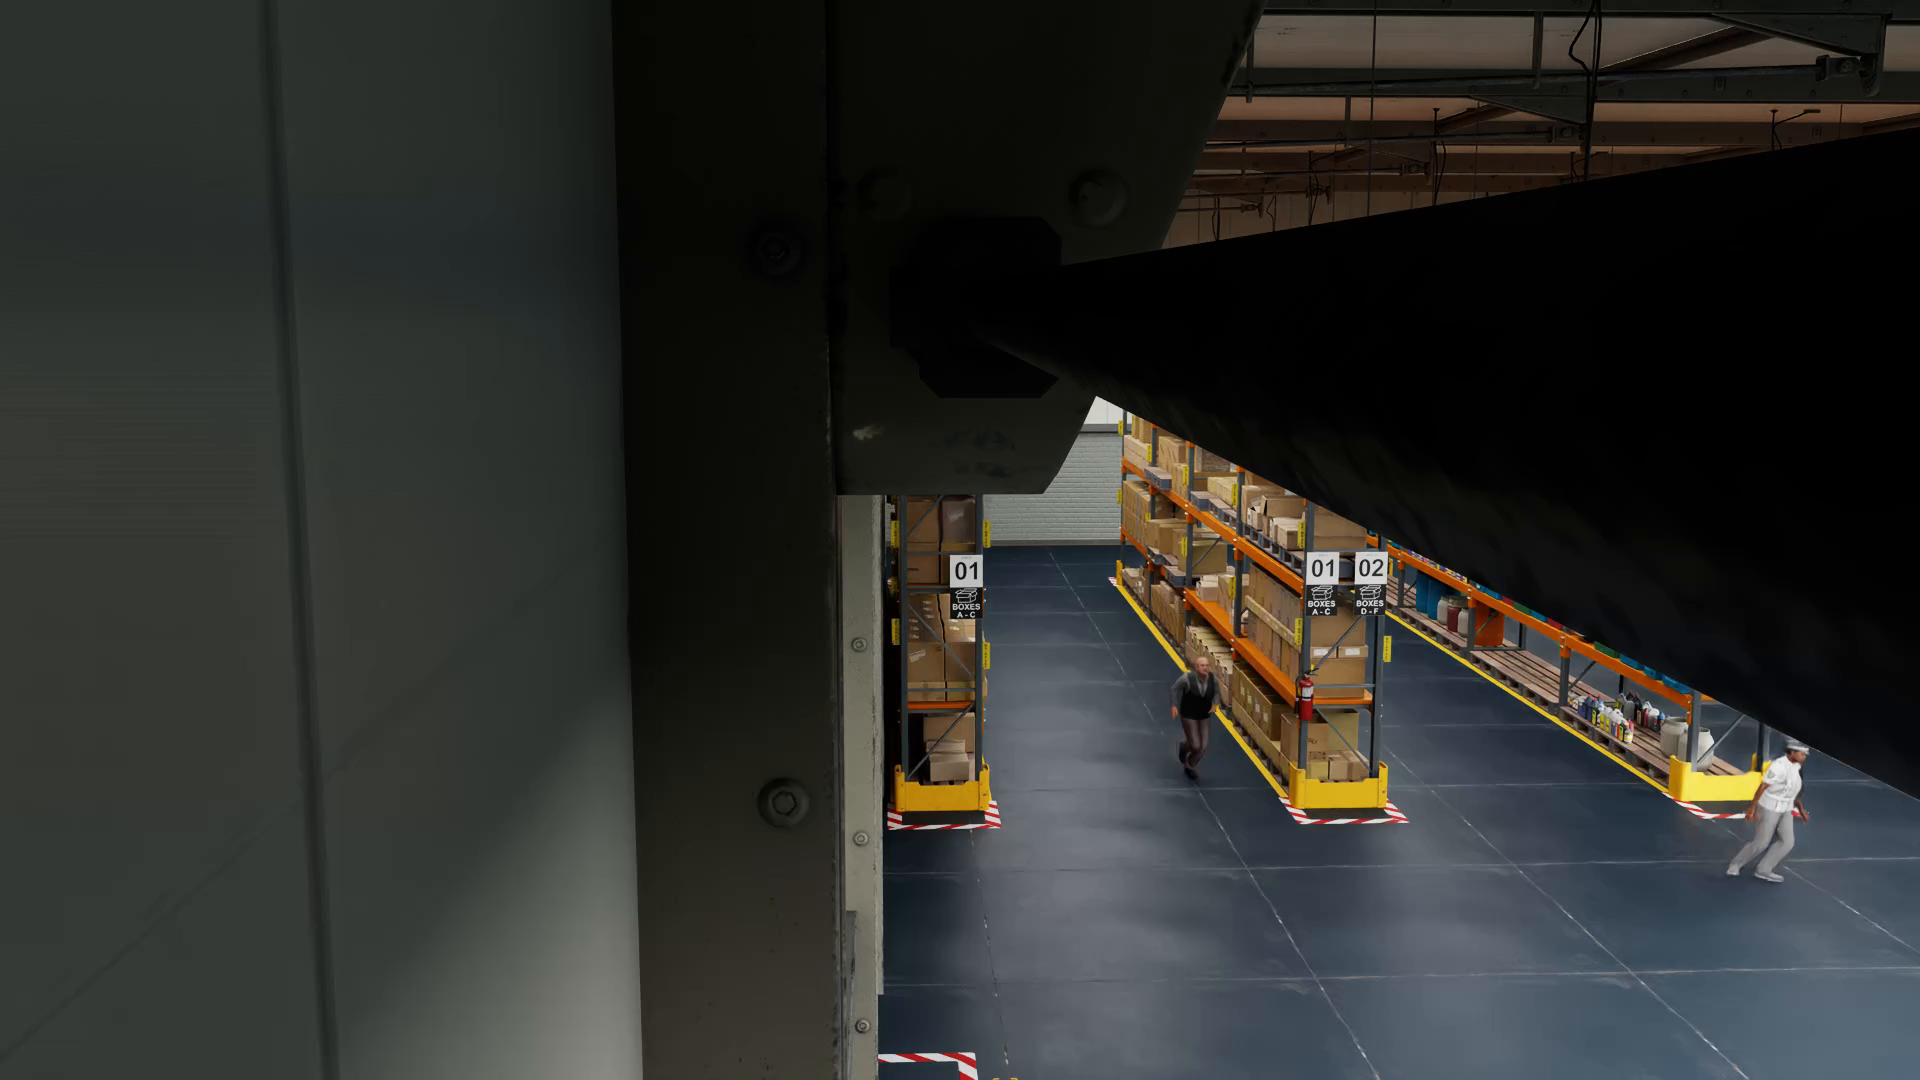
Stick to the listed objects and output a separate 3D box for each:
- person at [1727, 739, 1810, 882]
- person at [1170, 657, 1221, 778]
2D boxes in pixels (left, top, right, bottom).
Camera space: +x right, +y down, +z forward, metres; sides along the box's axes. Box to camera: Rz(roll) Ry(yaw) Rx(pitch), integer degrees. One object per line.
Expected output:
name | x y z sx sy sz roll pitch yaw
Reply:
person | 8.761 2.909 17.990 0.729 1.592 0.620 -6 10 -34
person | 3.110 2.287 21.757 0.618 1.580 0.684 -3 9 -20
